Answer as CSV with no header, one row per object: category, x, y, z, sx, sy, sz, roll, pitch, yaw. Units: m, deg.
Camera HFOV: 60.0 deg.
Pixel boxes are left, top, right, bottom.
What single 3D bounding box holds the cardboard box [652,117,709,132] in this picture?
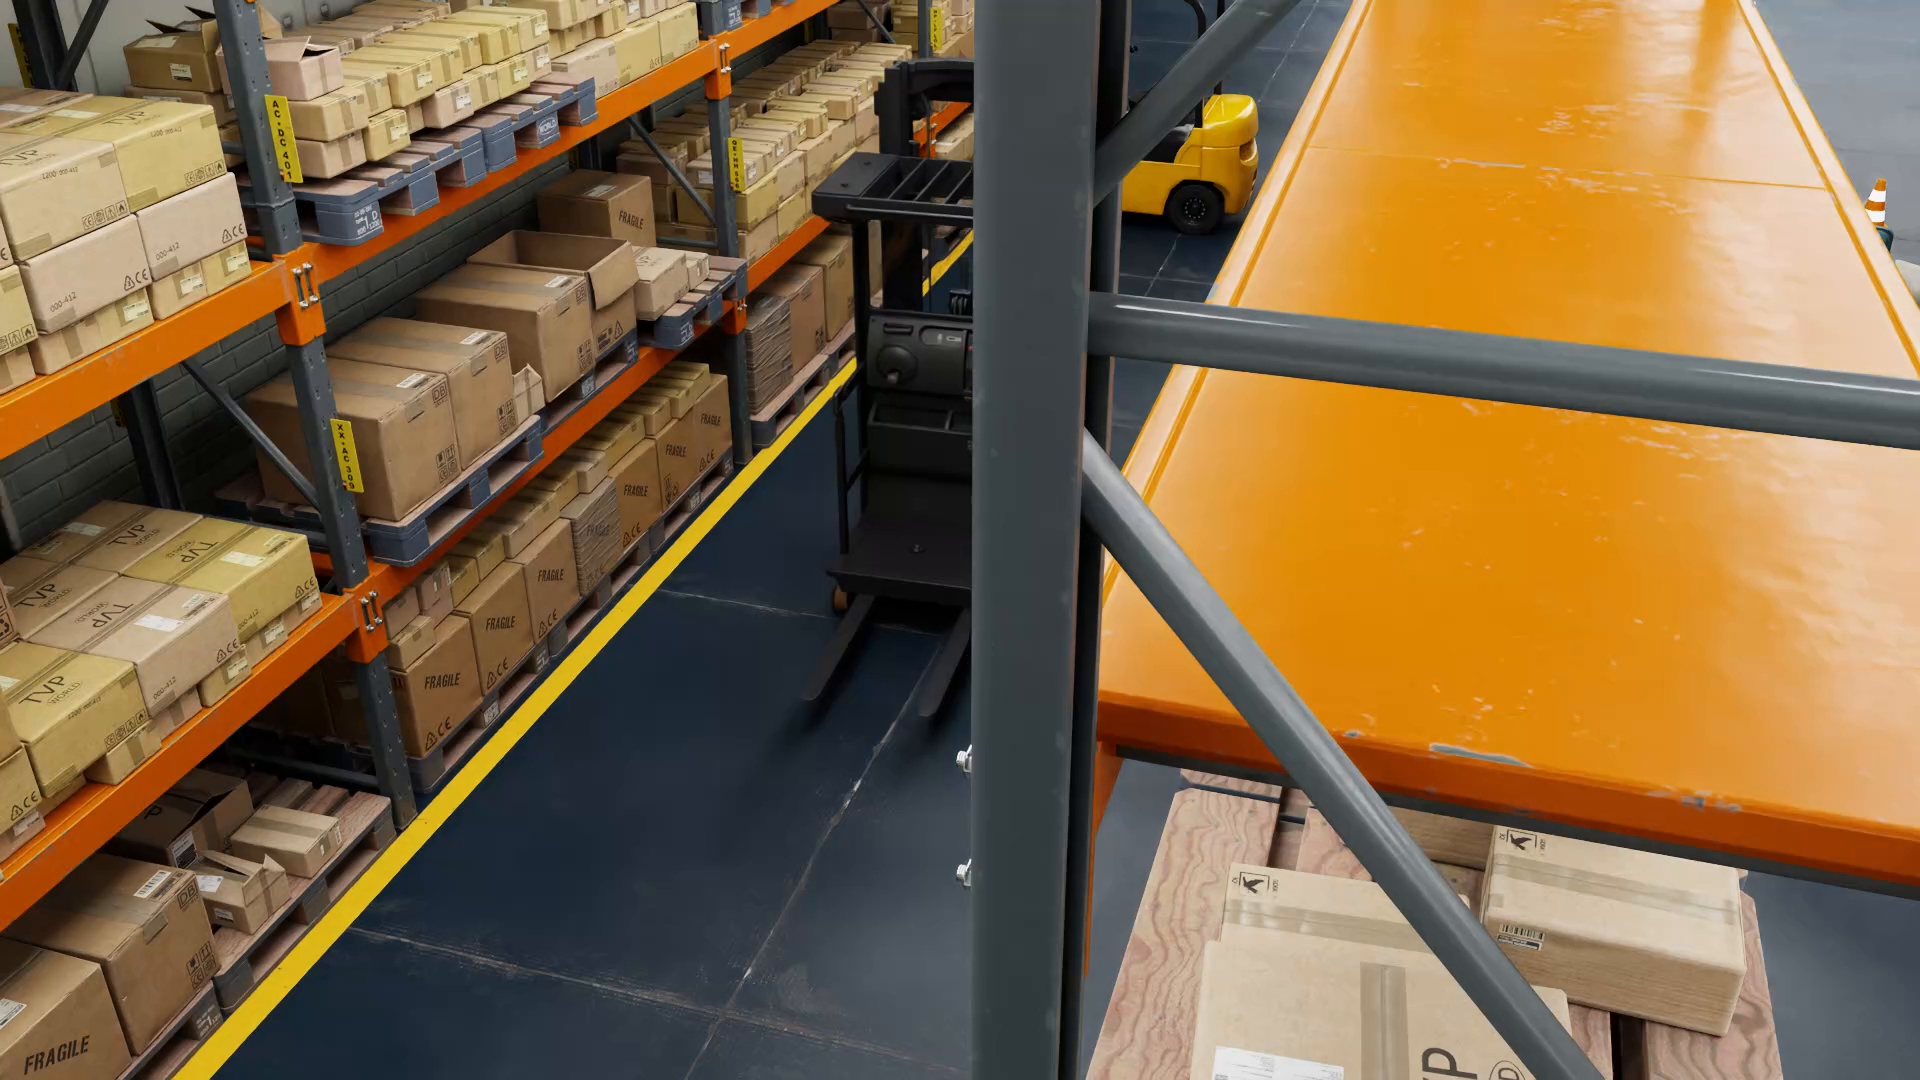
cardboard box,-1.882,-2.783,11.398,0.380,0.149,0.250,8,30,14

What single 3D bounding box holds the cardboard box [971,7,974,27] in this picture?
cardboard box,-0.028,-4.671,14.791,0.380,0.149,0.250,8,30,14

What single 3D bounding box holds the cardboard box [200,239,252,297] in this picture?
cardboard box,-2.891,-1.036,6.199,0.380,0.149,0.250,8,30,15

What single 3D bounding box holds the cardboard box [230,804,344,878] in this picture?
cardboard box,-2.950,1.319,7.294,0.380,0.149,0.250,8,30,13

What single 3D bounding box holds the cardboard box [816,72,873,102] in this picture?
cardboard box,-0.875,-3.416,12.535,0.380,0.149,0.250,8,30,14

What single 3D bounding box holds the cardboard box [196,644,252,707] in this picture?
cardboard box,-3.029,0.498,6.527,0.380,0.149,0.250,9,30,16

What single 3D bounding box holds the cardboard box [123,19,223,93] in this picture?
cardboard box,-3.043,-1.935,6.549,0.396,0.266,0.258,8,30,14

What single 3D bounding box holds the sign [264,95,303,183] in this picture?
sign,-2.547,-1.507,6.256,0.100,0.325,0.005,8,30,15

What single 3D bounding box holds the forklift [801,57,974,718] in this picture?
forklift,-0.107,-0.962,8.964,1.130,2.935,3.031,7,30,12

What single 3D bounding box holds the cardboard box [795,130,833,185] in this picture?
cardboard box,-1.211,-2.700,11.659,0.500,0.250,0.500,8,30,14

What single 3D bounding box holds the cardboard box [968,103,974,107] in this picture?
cardboard box,0.179,-4.073,15.853,0.500,0.250,0.500,8,30,14

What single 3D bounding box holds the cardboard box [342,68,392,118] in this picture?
cardboard box,-2.551,-1.813,6.755,0.380,0.149,0.250,9,30,16

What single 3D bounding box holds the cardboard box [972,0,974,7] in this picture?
cardboard box,-0.062,-4.808,14.732,0.380,0.149,0.250,8,30,14

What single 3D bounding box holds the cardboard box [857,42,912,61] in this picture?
cardboard box,-0.608,-3.899,13.402,0.380,0.149,0.250,10,30,17

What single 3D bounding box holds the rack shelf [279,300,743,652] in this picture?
rack shelf,-2.481,-0.659,9.089,1.077,0.370,4.000,8,30,15

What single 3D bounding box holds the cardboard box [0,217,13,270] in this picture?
cardboard box,-3.283,-0.897,5.026,0.500,0.250,0.500,9,30,16

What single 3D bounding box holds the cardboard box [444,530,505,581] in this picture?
cardboard box,-2.569,0.063,8.524,0.380,0.149,0.250,8,30,14

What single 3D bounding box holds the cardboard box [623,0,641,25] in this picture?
cardboard box,-1.964,-2.887,9.013,0.380,0.149,0.250,9,30,16

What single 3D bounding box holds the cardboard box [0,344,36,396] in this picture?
cardboard box,-3.236,-0.565,5.354,0.380,0.149,0.250,10,30,17

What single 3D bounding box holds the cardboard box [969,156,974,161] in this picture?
cardboard box,-0.136,-3.377,15.118,0.500,0.250,0.500,8,30,15

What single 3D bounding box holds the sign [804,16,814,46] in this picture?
sign,-1.251,-4.253,13.838,0.100,0.325,0.005,8,30,15

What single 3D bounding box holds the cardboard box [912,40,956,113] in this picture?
cardboard box,-0.340,-3.974,14.206,0.500,0.500,0.500,8,30,13

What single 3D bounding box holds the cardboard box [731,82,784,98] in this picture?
cardboard box,-1.520,-3.254,12.244,0.380,0.149,0.250,9,30,15

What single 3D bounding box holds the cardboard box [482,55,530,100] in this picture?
cardboard box,-2.219,-2.146,7.660,0.380,0.149,0.250,9,30,16

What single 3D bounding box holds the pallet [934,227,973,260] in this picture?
pallet,-0.446,-2.907,15.258,1.003,0.211,1.213,8,30,15

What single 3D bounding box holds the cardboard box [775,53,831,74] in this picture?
cardboard box,-1.231,-3.723,13.087,0.380,0.149,0.250,8,30,15

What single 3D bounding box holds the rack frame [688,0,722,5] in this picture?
rack frame,-1.894,-4.525,9.127,1.000,3.000,0.127,8,30,15

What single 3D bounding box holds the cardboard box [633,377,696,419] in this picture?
cardboard box,-1.847,-0.881,10.219,0.380,0.149,0.250,7,30,12

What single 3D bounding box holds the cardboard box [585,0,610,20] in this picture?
cardboard box,-2.021,-2.765,8.487,0.380,0.149,0.250,8,30,14

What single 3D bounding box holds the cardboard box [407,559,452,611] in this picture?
cardboard box,-2.678,0.195,7.980,0.380,0.149,0.250,7,30,12

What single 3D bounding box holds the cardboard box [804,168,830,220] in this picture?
cardboard box,-1.233,-2.482,11.781,0.500,0.250,0.500,8,30,13

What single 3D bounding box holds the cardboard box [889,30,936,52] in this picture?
cardboard box,-0.375,-4.200,13.943,0.380,0.149,0.250,8,30,14

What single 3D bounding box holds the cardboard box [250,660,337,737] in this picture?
cardboard box,-3.206,0.594,8.235,0.500,0.500,0.500,8,30,15

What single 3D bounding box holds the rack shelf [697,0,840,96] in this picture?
rack shelf,-1.307,-3.829,11.702,1.077,0.370,4.000,8,30,15

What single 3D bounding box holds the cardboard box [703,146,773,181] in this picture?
cardboard box,-1.441,-2.460,10.817,0.380,0.149,0.250,9,30,16

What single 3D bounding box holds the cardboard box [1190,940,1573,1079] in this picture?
cardboard box,0.550,0.827,2.212,0.500,0.250,0.500,6,30,10

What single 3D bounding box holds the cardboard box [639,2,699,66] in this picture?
cardboard box,-1.812,-2.875,9.401,0.500,0.250,0.500,7,30,13

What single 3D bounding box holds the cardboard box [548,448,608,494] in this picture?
cardboard box,-2.212,-0.400,9.355,0.380,0.149,0.250,7,30,12

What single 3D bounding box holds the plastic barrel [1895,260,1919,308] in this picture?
plastic barrel,7.655,-2.016,13.439,0.421,0.421,0.512,-17,34,-28

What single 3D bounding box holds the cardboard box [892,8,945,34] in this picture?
cardboard box,-0.342,-4.325,13.863,0.380,0.149,0.250,9,30,16

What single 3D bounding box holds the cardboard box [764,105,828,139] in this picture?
cardboard box,-1.150,-2.937,11.675,0.380,0.149,0.250,9,30,16

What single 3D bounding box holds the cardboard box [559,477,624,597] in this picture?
cardboard box,-2.255,-0.048,9.390,0.500,0.500,0.500,7,30,13

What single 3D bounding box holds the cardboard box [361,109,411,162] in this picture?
cardboard box,-2.491,-1.670,6.804,0.380,0.149,0.250,9,30,15

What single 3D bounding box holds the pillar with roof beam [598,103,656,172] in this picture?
pillar with roof beam,1.743,-4.645,9.343,9.100,9.000,0.400,8,30,15

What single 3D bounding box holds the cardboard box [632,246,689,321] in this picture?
cardboard box,-1.894,-1.484,9.555,0.500,0.250,0.500,7,30,13

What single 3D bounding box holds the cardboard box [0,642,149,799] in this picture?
cardboard box,-3.276,0.628,5.884,0.500,0.250,0.500,8,30,15

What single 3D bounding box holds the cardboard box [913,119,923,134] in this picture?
cardboard box,-0.617,-3.425,13.475,0.500,0.250,0.500,9,30,16

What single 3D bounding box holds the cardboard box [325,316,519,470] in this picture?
cardboard box,-2.560,-0.705,7.897,0.700,0.500,0.500,9,30,15

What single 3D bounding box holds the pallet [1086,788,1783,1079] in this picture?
pallet,0.712,0.903,2.547,1.003,0.211,1.213,8,30,15

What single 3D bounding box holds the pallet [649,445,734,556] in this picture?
pallet,-2.149,-0.343,10.649,1.003,0.211,1.213,8,30,15

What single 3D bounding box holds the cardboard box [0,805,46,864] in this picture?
cardboard box,-3.390,0.965,5.689,0.380,0.149,0.250,8,30,15

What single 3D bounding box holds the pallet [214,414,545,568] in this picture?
pallet,-2.729,-0.316,7.930,1.003,0.211,1.213,8,30,15

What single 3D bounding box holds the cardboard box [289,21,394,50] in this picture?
cardboard box,-2.785,-2.237,7.517,0.380,0.149,0.250,8,30,13

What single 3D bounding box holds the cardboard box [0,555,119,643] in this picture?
cardboard box,-3.612,0.317,6.442,0.500,0.250,0.500,8,30,14

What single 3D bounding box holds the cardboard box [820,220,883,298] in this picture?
cardboard box,-1.097,-2.304,13.317,0.875,0.625,0.625,8,30,14

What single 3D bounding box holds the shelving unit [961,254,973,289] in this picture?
shelving unit,0.385,-1.319,11.078,0.587,1.500,1.083,8,30,14

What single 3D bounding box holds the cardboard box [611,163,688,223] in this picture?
cardboard box,-2.027,-2.304,10.946,0.500,0.250,0.500,9,30,16

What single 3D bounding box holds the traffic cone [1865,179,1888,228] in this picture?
traffic cone,8.449,-3.102,15.350,0.336,0.463,0.334,8,30,15

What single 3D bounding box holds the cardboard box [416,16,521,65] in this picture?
cardboard box,-2.248,-2.287,7.608,0.380,0.149,0.250,9,30,15
